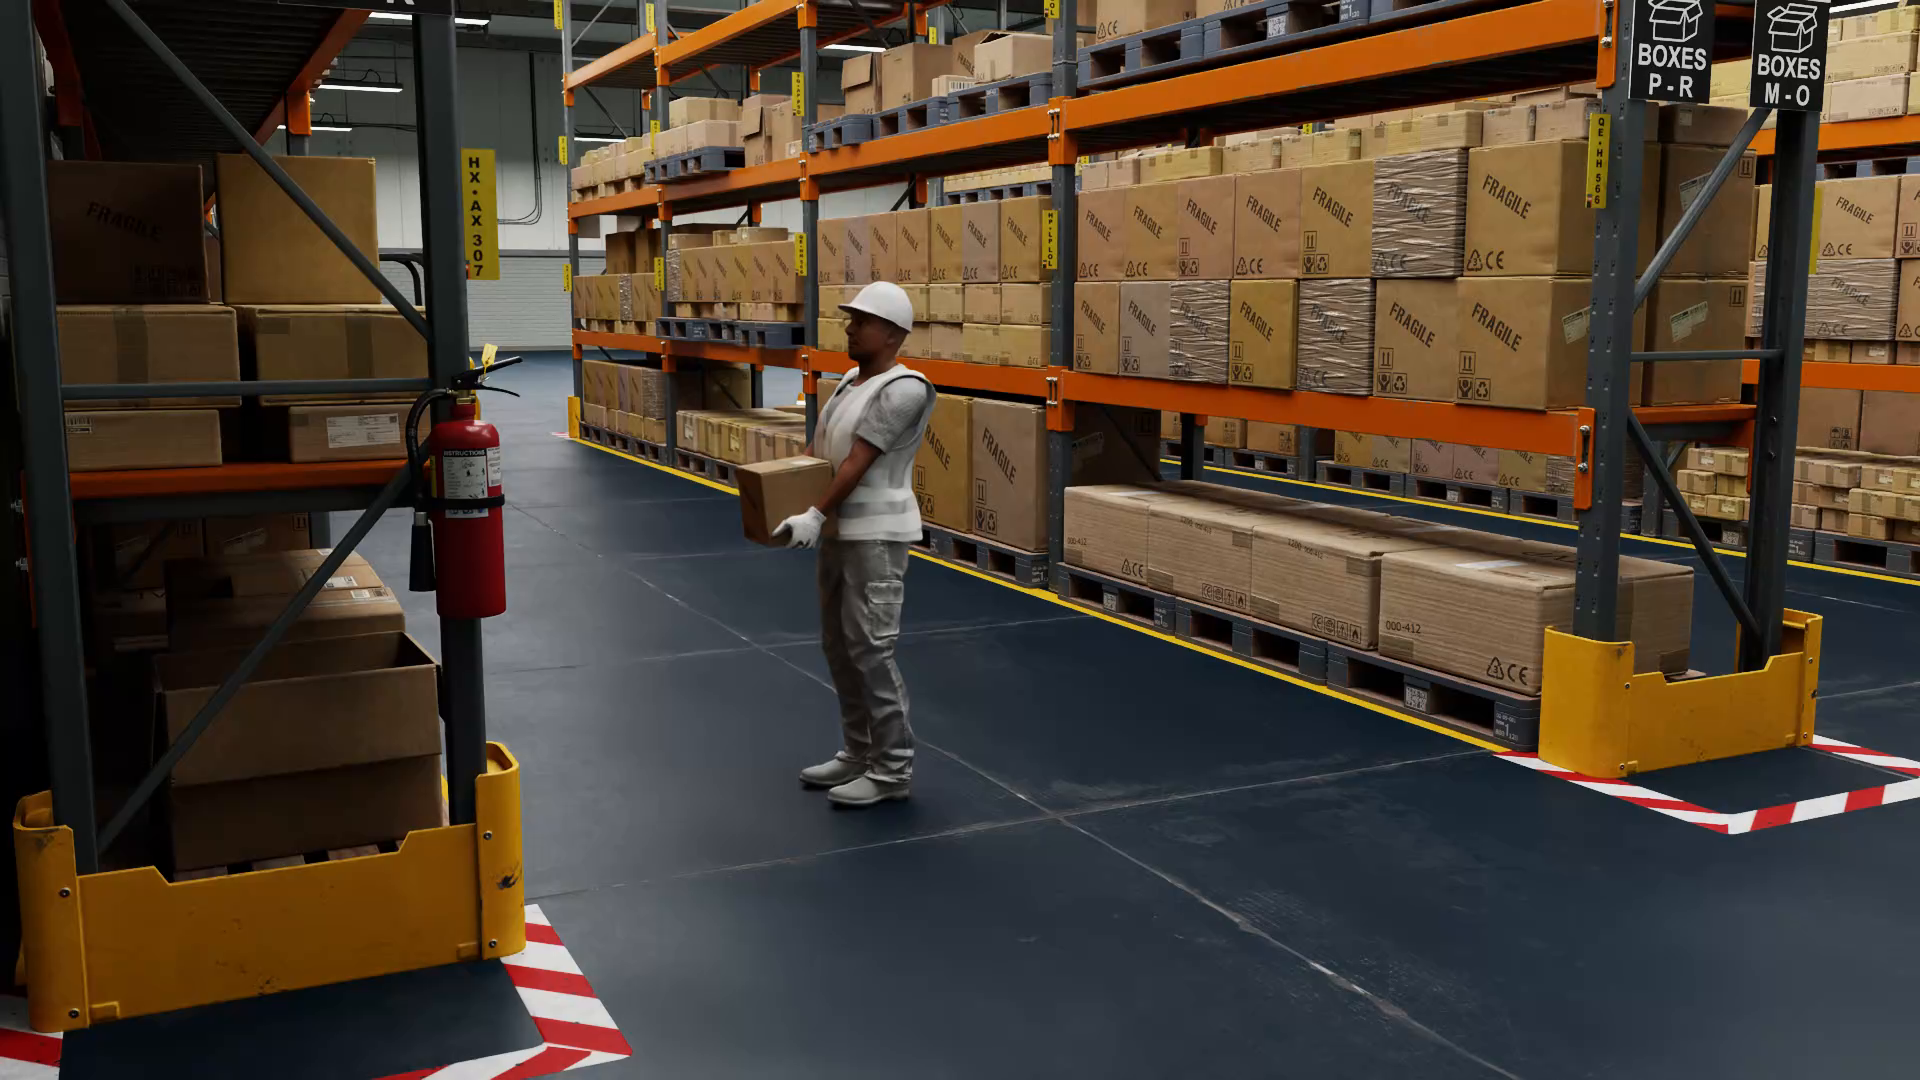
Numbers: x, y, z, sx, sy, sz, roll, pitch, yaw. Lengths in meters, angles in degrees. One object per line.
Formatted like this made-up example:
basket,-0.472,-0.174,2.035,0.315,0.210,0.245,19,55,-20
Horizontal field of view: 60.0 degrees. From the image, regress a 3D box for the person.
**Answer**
person,-0.411,0.014,5.694,0.575,1.778,0.487,-4,9,-25
